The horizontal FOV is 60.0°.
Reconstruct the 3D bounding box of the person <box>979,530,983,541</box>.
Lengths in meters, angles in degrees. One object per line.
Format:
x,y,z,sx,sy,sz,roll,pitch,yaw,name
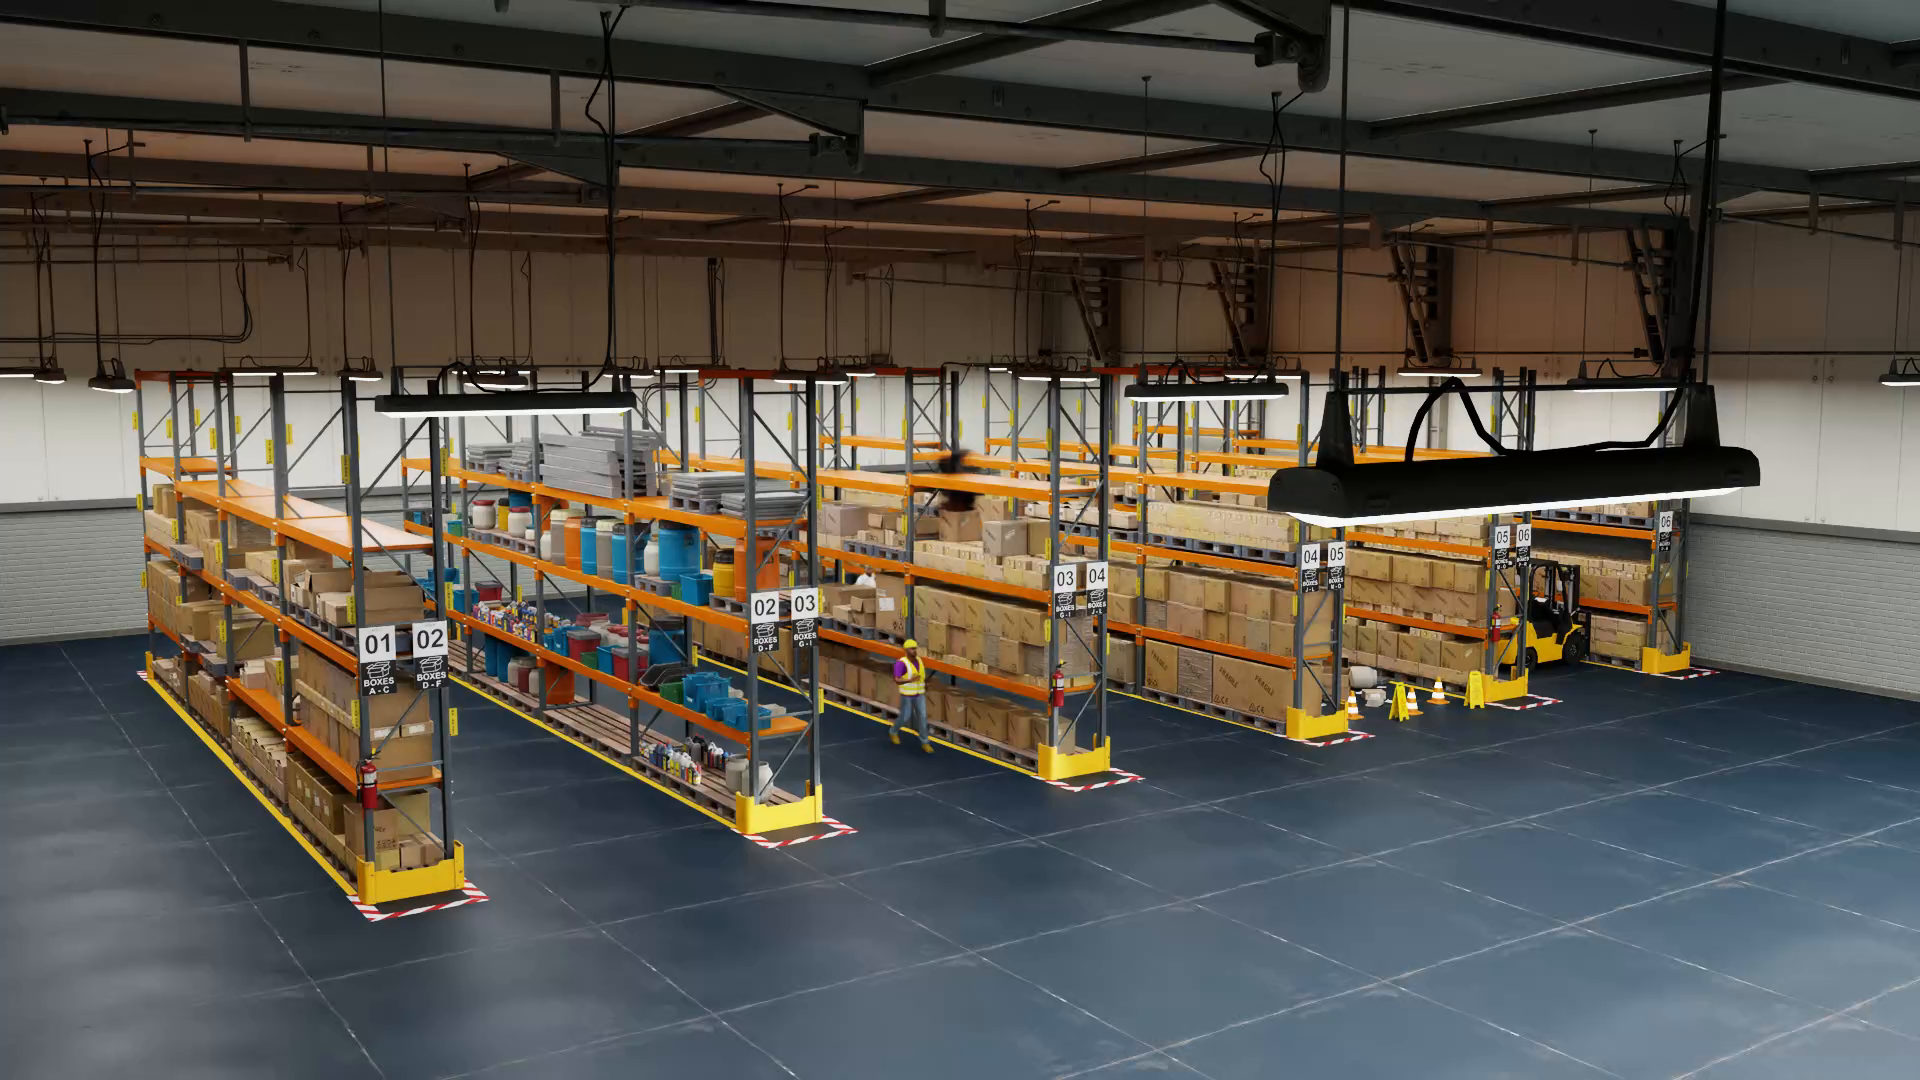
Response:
0.668,0.420,44.952,0.586,1.718,0.756,1,7,11,person

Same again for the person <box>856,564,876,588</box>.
-1.987,1.364,36.215,0.671,1.806,0.969,-4,8,-32,person

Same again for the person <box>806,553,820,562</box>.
-3.624,0.766,41.840,0.843,1.735,0.725,-3,7,-25,person

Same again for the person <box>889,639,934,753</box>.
-0.766,2.450,26.394,0.697,1.760,0.977,-5,8,-37,person
